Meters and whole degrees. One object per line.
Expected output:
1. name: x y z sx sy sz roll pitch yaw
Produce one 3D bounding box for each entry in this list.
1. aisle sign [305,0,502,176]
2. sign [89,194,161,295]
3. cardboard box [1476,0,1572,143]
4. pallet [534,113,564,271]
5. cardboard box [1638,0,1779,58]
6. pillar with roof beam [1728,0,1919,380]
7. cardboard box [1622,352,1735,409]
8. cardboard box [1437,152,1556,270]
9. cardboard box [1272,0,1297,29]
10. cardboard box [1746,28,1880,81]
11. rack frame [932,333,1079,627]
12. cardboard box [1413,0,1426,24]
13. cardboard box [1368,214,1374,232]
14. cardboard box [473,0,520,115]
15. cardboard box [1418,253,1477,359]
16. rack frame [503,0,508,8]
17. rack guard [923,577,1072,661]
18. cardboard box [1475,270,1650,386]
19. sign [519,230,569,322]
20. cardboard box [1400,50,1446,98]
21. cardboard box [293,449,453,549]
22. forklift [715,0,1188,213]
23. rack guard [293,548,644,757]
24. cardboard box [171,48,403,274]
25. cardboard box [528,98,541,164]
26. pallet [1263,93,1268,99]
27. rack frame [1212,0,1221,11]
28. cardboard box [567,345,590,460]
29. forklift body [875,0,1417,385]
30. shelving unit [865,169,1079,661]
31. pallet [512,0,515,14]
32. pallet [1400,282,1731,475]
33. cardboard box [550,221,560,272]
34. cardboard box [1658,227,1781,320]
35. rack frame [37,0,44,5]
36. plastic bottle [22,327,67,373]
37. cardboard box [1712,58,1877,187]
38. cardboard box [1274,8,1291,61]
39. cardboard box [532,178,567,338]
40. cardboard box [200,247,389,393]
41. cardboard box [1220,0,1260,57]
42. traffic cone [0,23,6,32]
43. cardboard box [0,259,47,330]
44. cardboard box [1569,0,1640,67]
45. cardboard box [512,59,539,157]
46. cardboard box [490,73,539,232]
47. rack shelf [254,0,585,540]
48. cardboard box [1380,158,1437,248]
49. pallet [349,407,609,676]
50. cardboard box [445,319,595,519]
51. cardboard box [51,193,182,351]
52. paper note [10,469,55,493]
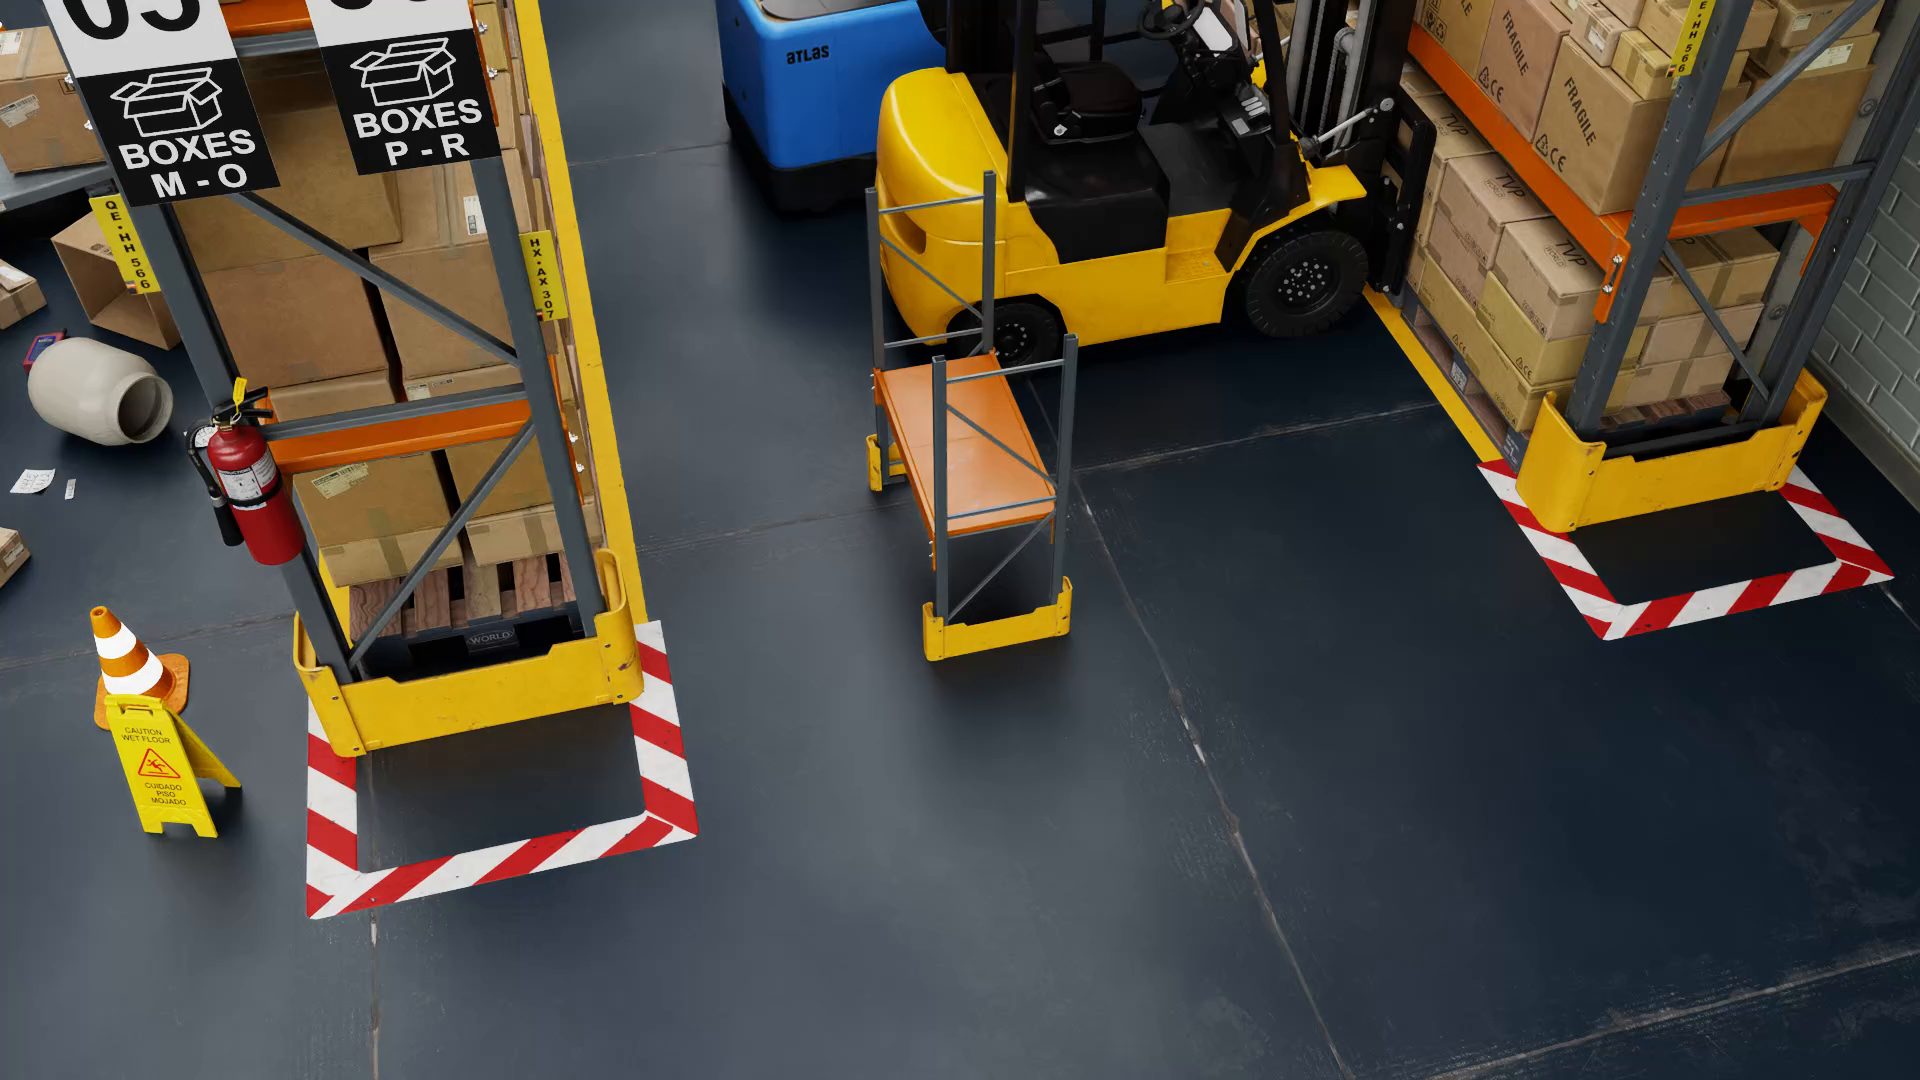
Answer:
1. aisle sign: -1.483 -1.325 4.379 0.394 0.787 0.004 -11 47 -10
2. sign: -2.340 -0.829 4.681 0.100 0.325 0.005 -11 47 -10
3. cardboard box: 2.495 -1.998 6.788 0.500 0.500 0.500 -9 46 -9
4. pallet: -2.616 -1.729 8.548 1.003 0.211 1.213 -11 47 -10
5. cardboard box: 2.704 -1.886 6.016 0.380 0.149 0.250 -11 47 -10
6. pillar with roof beam: -0.470 -3.269 3.904 9.100 9.000 0.400 -11 47 -10
7. cardboard box: 3.062 -0.871 7.385 0.500 0.250 0.500 -11 47 -10
8. cardboard box: 2.443 -1.458 7.261 0.500 0.250 0.500 -10 46 -10
9. cardboard box: 1.917 -2.861 8.636 0.500 0.250 0.500 -11 47 -10
10. cardboard box: 3.163 -1.855 6.194 0.380 0.149 0.250 -12 47 -11
11. rack frame: 0.152 -0.115 6.063 0.500 1.500 0.032 -11 47 -10
12. cardboard box: 2.224 -2.697 7.473 0.500 0.500 0.500 -10 46 -10
13. cardboard box: 2.181 -1.809 8.305 0.500 0.250 0.500 -9 46 -9
14. cardboard box: -2.057 -1.976 6.559 0.500 0.500 0.500 -12 47 -11
15. cardboard box: 2.455 -1.107 7.617 0.500 0.250 0.500 -11 47 -10
16. rack frame: -2.822 -3.163 8.000 1.000 3.000 0.127 -11 47 -10
17. rack guard: 0.147 0.309 6.523 0.587 0.250 0.087 -11 47 -10
18. cardboard box: 2.572 -0.950 7.112 0.500 0.250 0.500 -11 47 -11
19. sign: -1.274 -0.803 5.082 0.100 0.325 0.005 -11 47 -10
20. cardboard box: 2.182 -2.156 7.944 0.500 0.250 0.500 -12 47 -11
21. cardboard box: -2.256 -0.354 6.353 0.500 0.500 0.500 -10 46 -10
22. forklift: 0.281 -3.389 8.270 3.031 2.935 1.130 -15 48 -15
23. rack guard: -1.818 0.421 6.238 1.175 0.500 0.348 -11 47 -10
24. cardboard box: -2.140 -1.203 5.101 0.700 0.500 0.500 -12 47 -11
25. cardboard box: -2.411 -1.988 8.480 0.500 0.250 0.500 -9 46 -9
26. pallet: 2.138 -2.540 9.342 1.003 0.211 1.213 -11 47 -10
27. rack frame: 1.975 -4.073 8.892 1.000 3.000 0.127 -11 47 -10
28. cardboard box: -1.861 -0.547 7.068 0.500 0.250 0.500 -9 46 -9
29. forklift body: 0.750 -1.990 7.445 2.313 2.155 1.214 -11 47 -10
30. shelving unit: 0.020 -0.472 6.414 0.587 1.500 1.083 -11 47 -10
31. pallet: -3.339 -3.568 10.349 1.003 0.211 1.213 -11 47 -10
32. pallet: 2.763 -0.856 7.691 1.003 0.211 1.213 -11 47 -10
33. cardboard box: -2.139 -1.271 7.777 0.500 0.250 0.500 -10 46 -10
34. cardboard box: 3.059 -1.212 7.020 0.500 0.250 0.500 -11 47 -11
35. rack frame: -1.798 -2.501 3.151 1.000 3.000 0.127 -11 47 -10
36. plastic bottle: -4.305 -0.900 7.840 0.133 0.061 0.283 -3 46 -3
37. cardboard box: 3.141 -1.739 6.535 0.500 0.500 0.500 -9 46 -9
38. cardboard box: 1.931 -2.695 8.822 0.500 0.250 0.500 -11 47 -11
39. cardboard box: -2.003 -1.180 7.163 0.500 0.500 0.500 -10 46 -10
40. cardboard box: -2.204 -0.865 5.469 0.500 0.500 0.500 -11 47 -11
41. cardboard box: 1.779 -2.863 9.337 0.500 0.250 0.500 -10 46 -10
42. traffic cone: -5.534 -2.892 9.511 0.336 0.463 0.334 -11 47 -10
43. cardboard box: -4.689 -1.251 8.041 0.396 0.266 0.258 27 51 24
44. cardboard box: 2.545 -1.932 6.270 0.380 0.149 0.250 -10 46 -10
45. cardboard box: -2.280 -1.900 7.868 0.500 0.500 0.500 -10 46 -10
46. cardboard box: -1.787 -1.275 5.872 0.500 0.500 0.500 -9 46 -9
47. rack shelf: -2.310 -1.530 6.904 1.077 0.370 4.000 -11 47 -10
48. cardboard box: 2.302 -1.650 7.799 0.500 0.250 0.500 -12 47 -11
49. pallet: -1.992 -0.045 6.897 1.003 0.211 1.213 -11 47 -10
50. cardboard box: -1.744 -0.472 6.469 0.500 0.500 0.500 -12 47 -12
51. cardboard box: -3.863 -1.300 7.923 0.500 0.500 0.500 19 48 17
52. paper note: -4.037 -0.260 7.243 0.148 0.019 0.142 4 46 4
